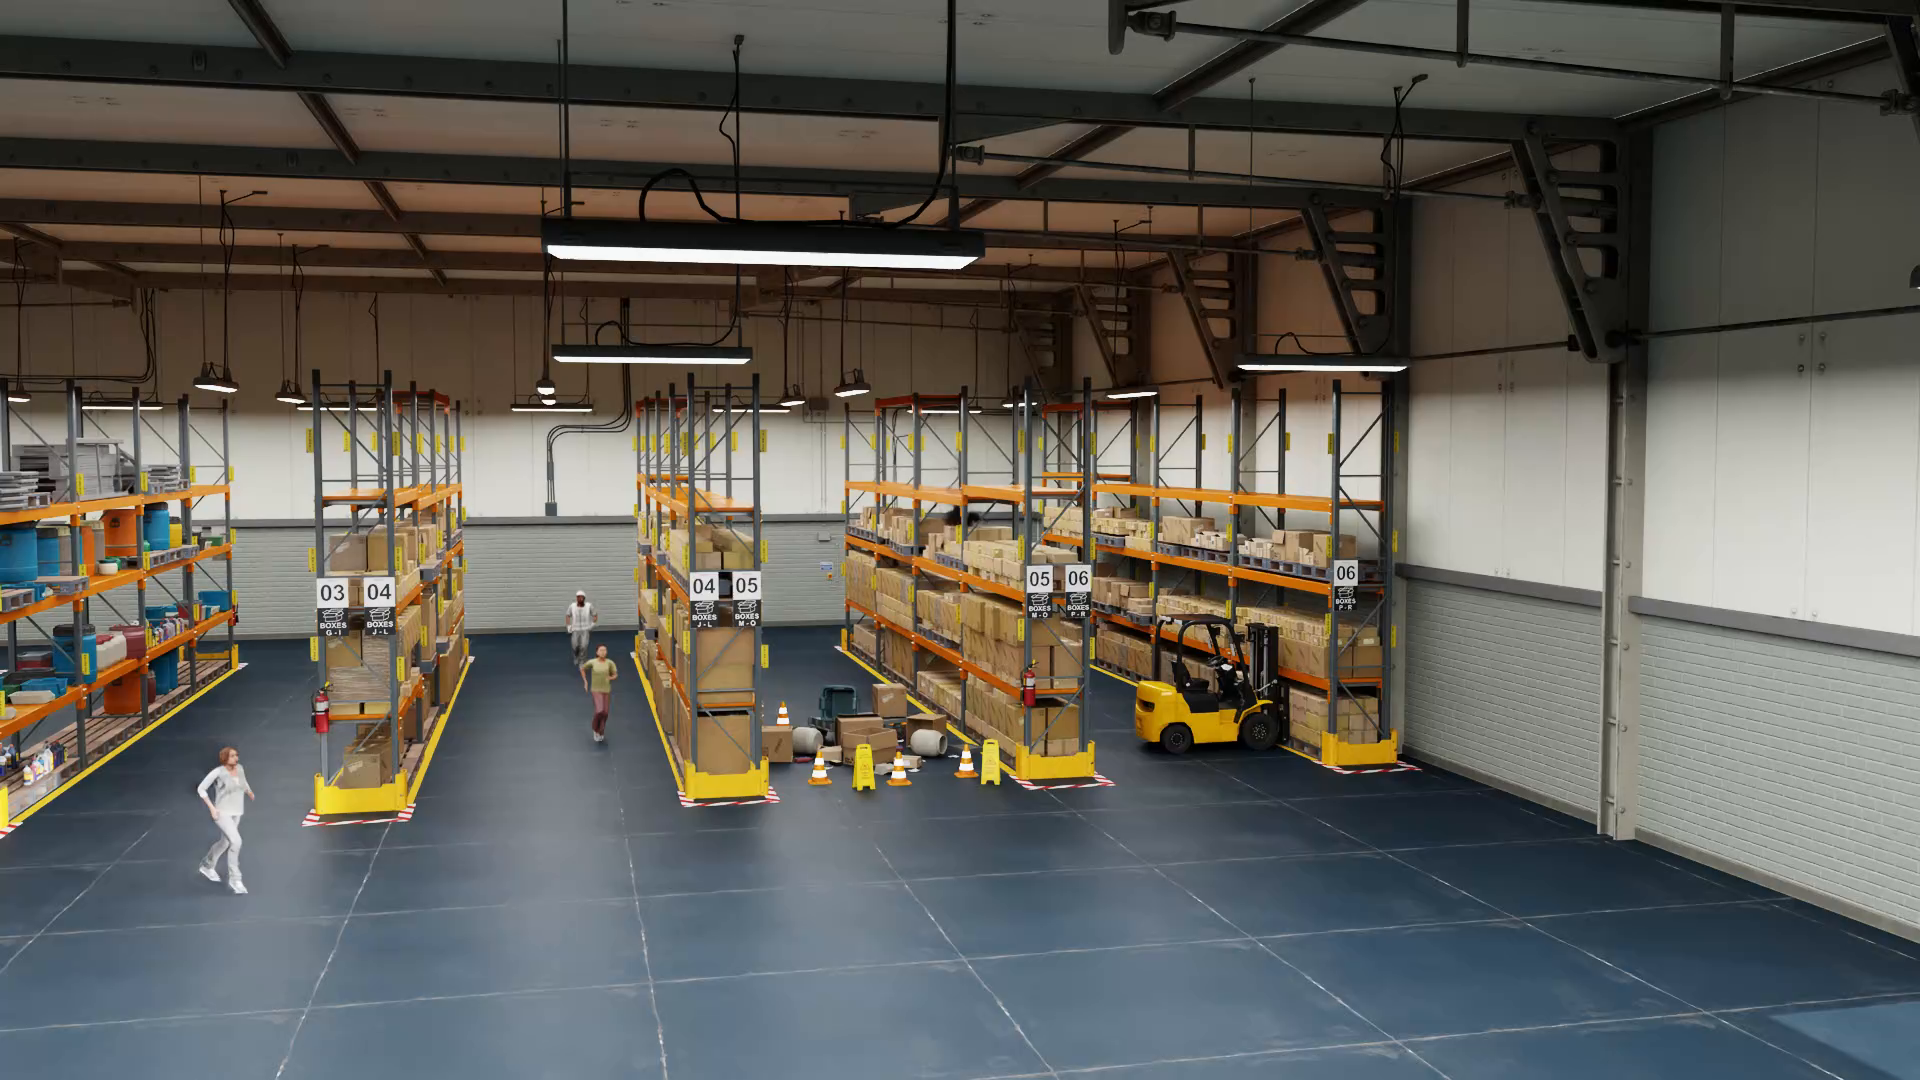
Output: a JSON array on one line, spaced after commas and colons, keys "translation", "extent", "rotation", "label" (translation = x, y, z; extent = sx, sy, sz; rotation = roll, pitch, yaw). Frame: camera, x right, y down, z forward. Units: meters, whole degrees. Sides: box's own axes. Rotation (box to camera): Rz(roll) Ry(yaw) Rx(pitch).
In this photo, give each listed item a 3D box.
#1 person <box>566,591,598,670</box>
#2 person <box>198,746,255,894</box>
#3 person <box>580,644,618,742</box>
[{"translation": [-8.395, 2.002, 36.940], "extent": [0.699, 1.750, 0.591], "rotation": [0, 3, -8], "label": "person"}, {"translation": [-8.271, 3.117, 18.713], "extent": [0.736, 1.630, 0.533], "rotation": [1, 3, 19], "label": "person"}, {"translation": [-6.005, 2.553, 27.846], "extent": [0.565, 1.639, 0.599], "rotation": [-2, 4, -28], "label": "person"}]
